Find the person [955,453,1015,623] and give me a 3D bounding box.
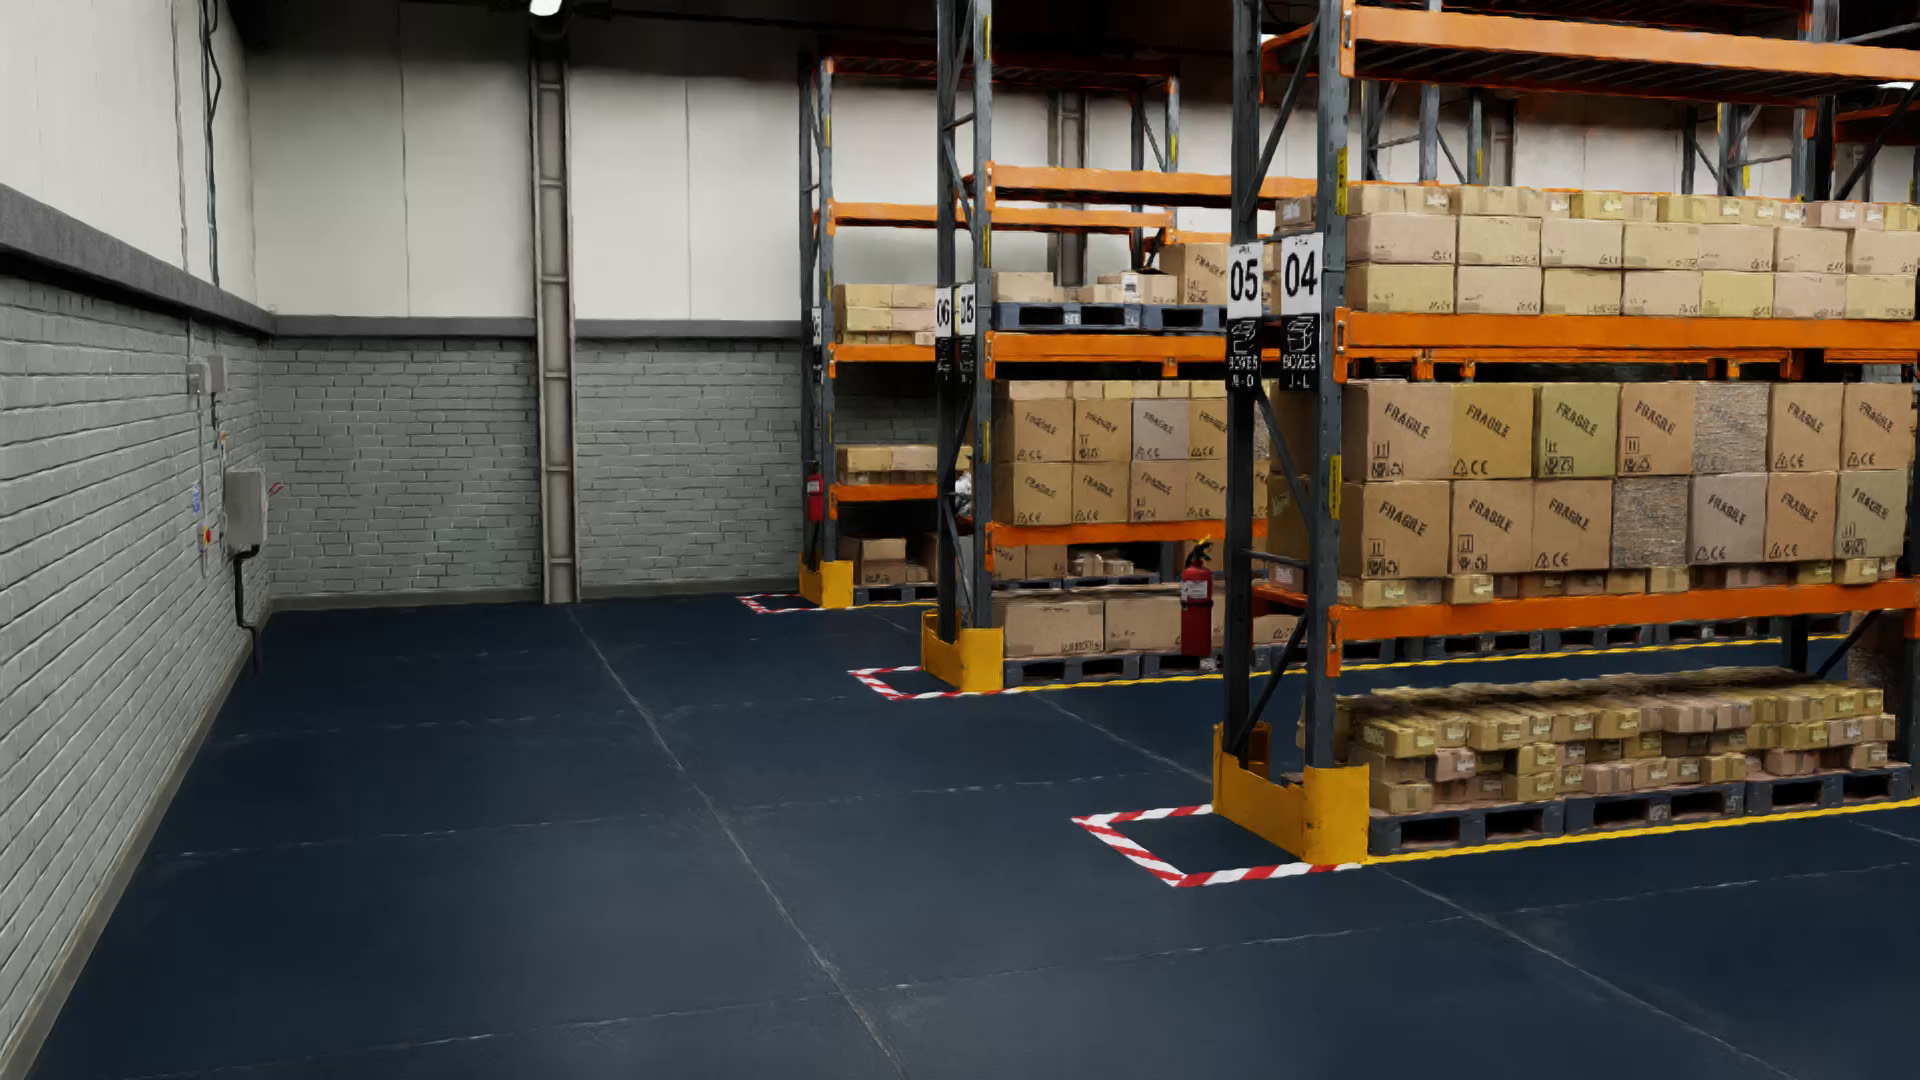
[{"bbox_3d":[0.145,-0.005,16.793,0.681,1.793,0.583,4,7,36],"label":"person"}]
